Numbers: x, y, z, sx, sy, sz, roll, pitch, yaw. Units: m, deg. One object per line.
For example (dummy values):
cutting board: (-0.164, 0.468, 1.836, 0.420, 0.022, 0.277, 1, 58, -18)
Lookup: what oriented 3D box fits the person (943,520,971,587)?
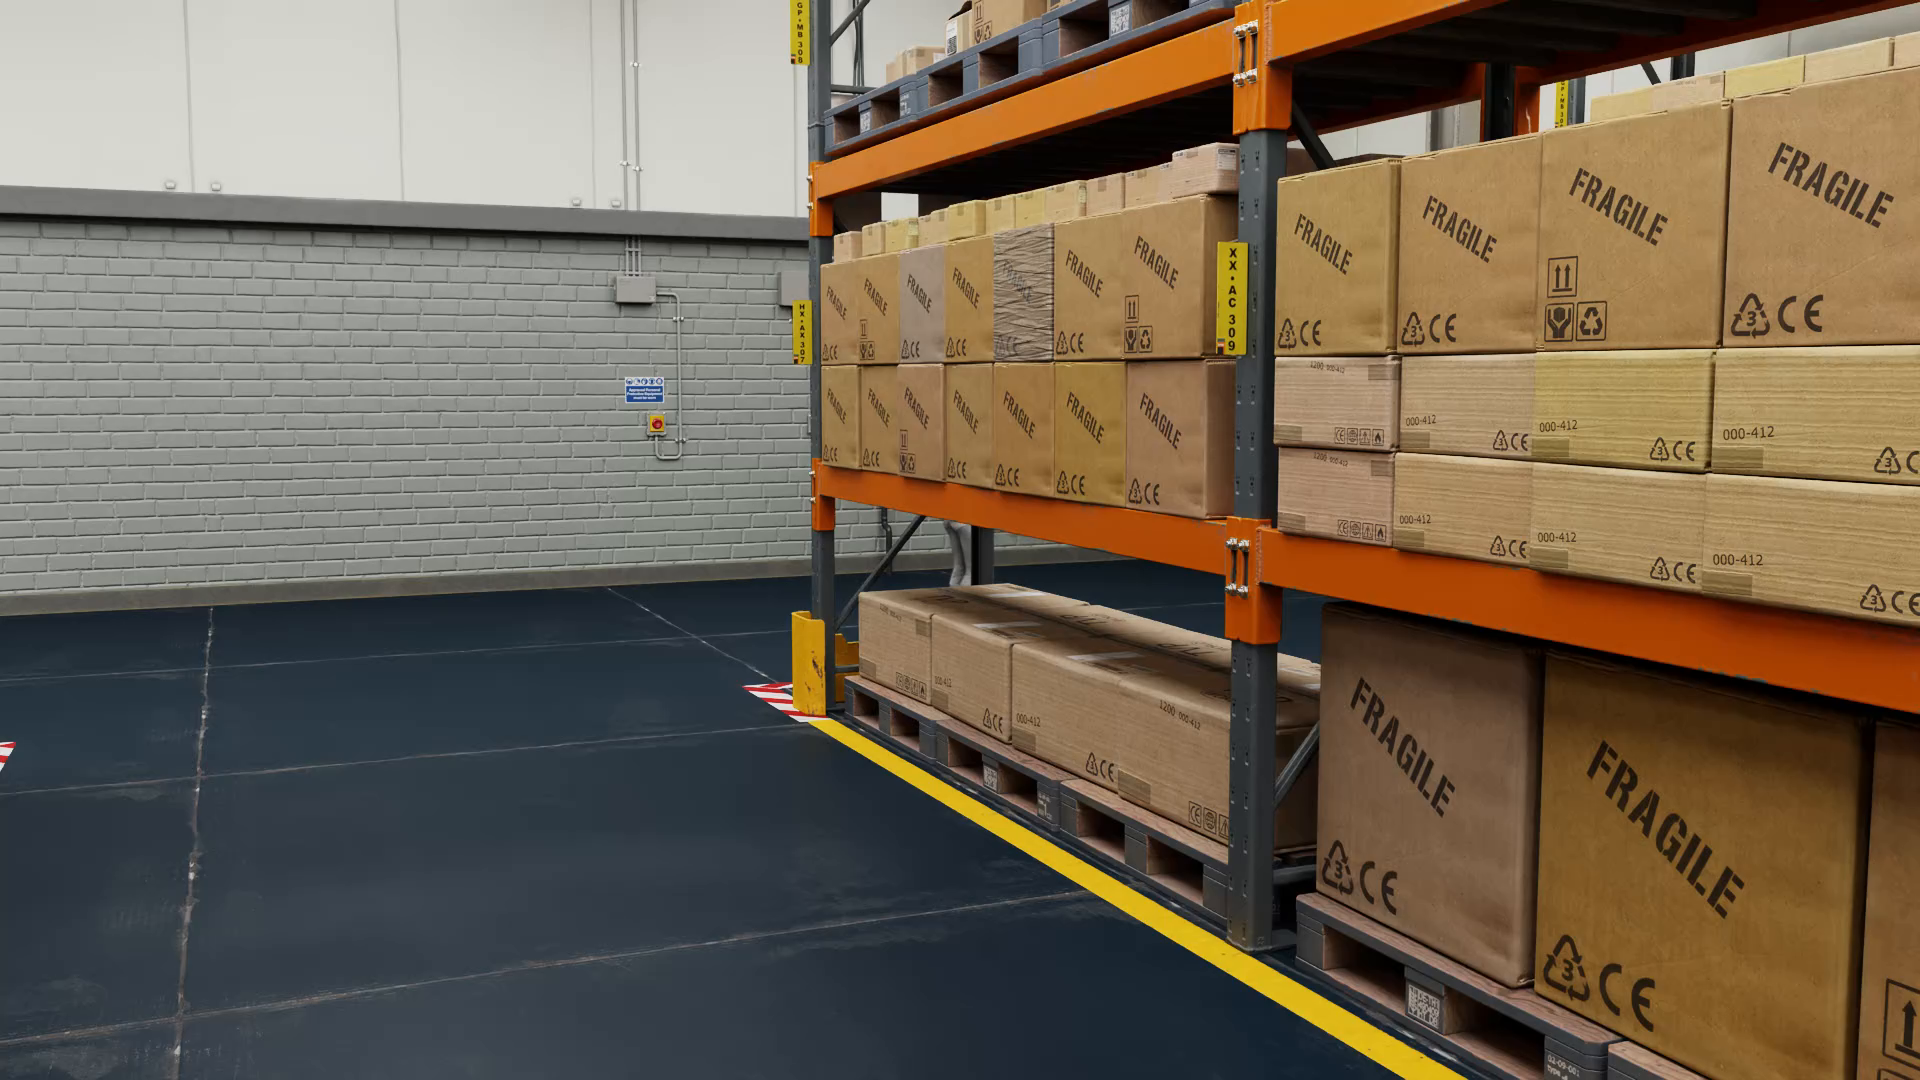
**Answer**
person: (0.111, -0.136, 11.097, 0.492, 1.594, 0.419, -2, 6, -24)
